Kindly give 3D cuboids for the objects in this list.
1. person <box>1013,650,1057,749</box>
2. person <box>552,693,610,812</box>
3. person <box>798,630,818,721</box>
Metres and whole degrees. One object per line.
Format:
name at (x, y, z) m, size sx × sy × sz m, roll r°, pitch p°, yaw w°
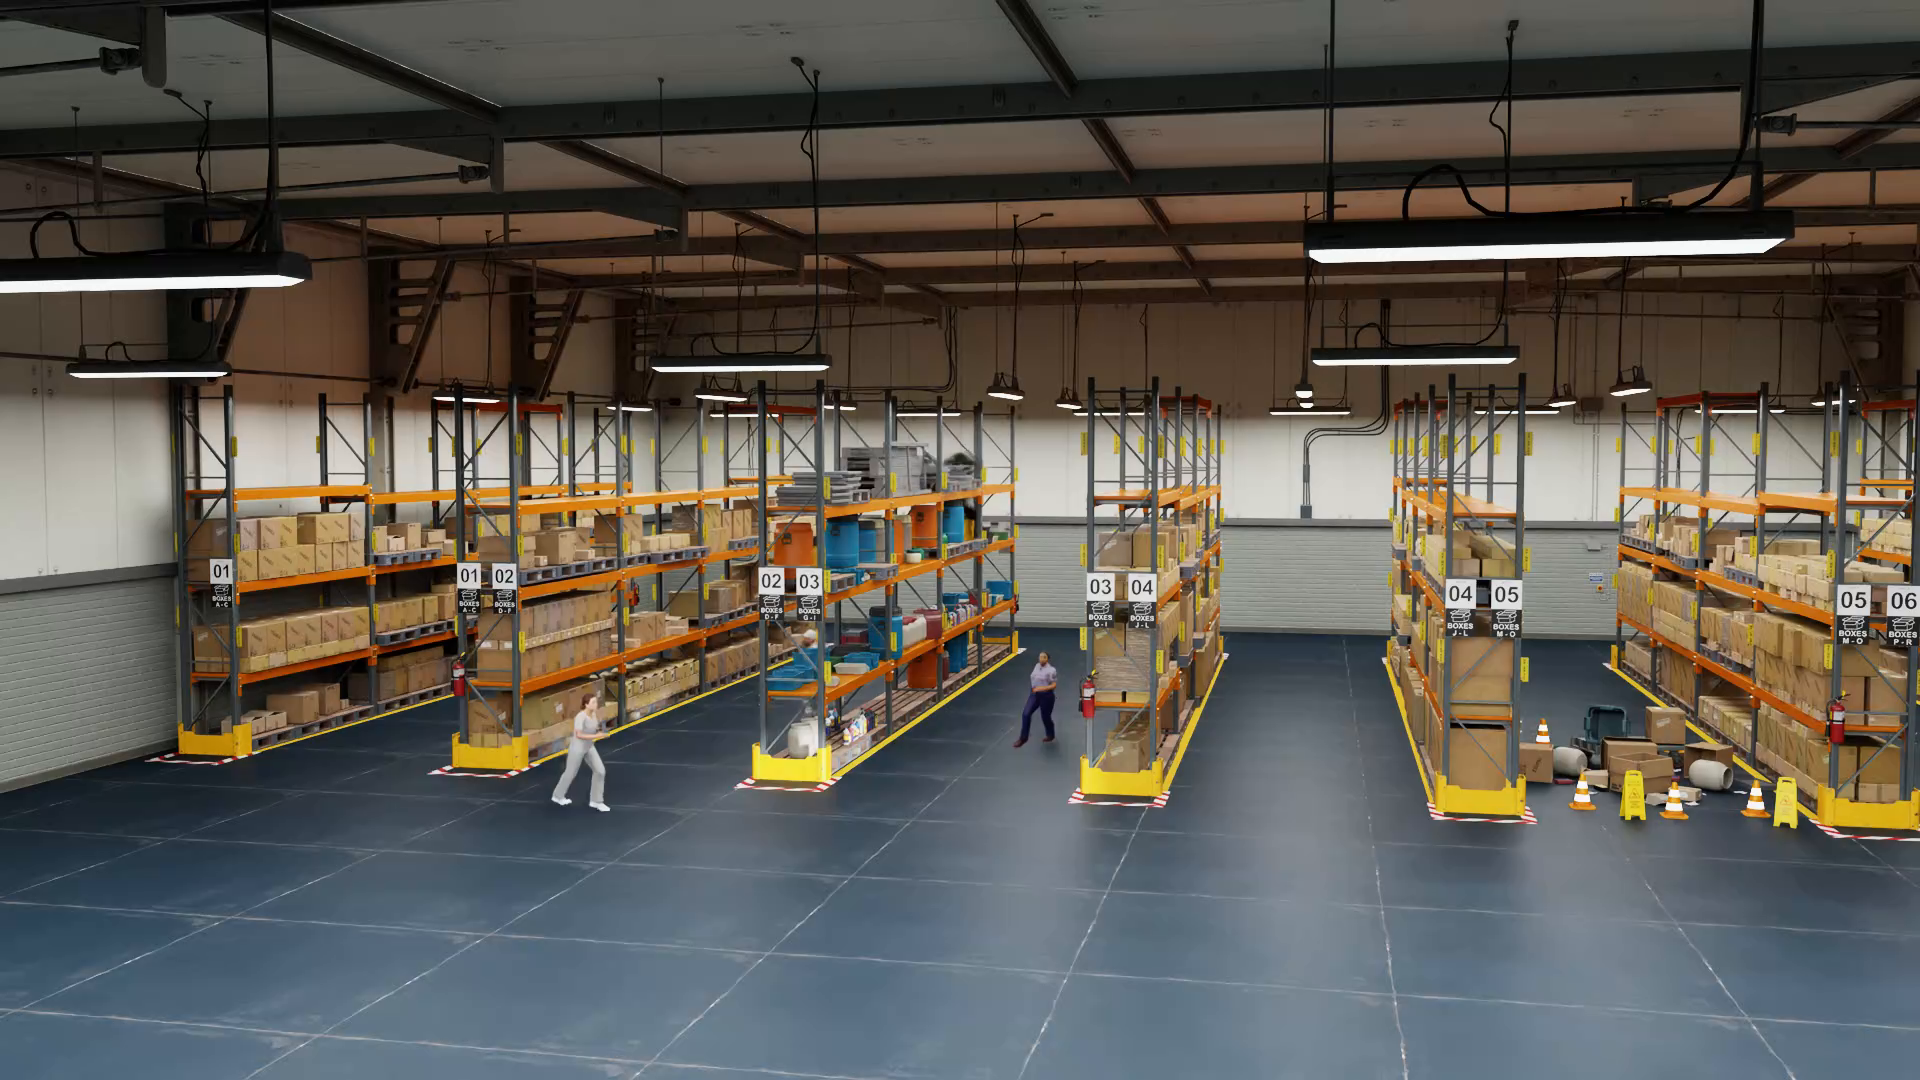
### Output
person at (1.358, 2.637, 27.624) m, size 0.678 × 1.612 × 0.817 m, roll 2°, pitch 4°, yaw 35°
person at (-5.209, 2.906, 22.864) m, size 0.954 × 1.640 × 0.562 m, roll 2°, pitch 4°, yaw 28°
person at (-2.664, 2.445, 30.133) m, size 0.725 × 1.677 × 0.819 m, roll -1°, pitch 3°, yaw -21°
